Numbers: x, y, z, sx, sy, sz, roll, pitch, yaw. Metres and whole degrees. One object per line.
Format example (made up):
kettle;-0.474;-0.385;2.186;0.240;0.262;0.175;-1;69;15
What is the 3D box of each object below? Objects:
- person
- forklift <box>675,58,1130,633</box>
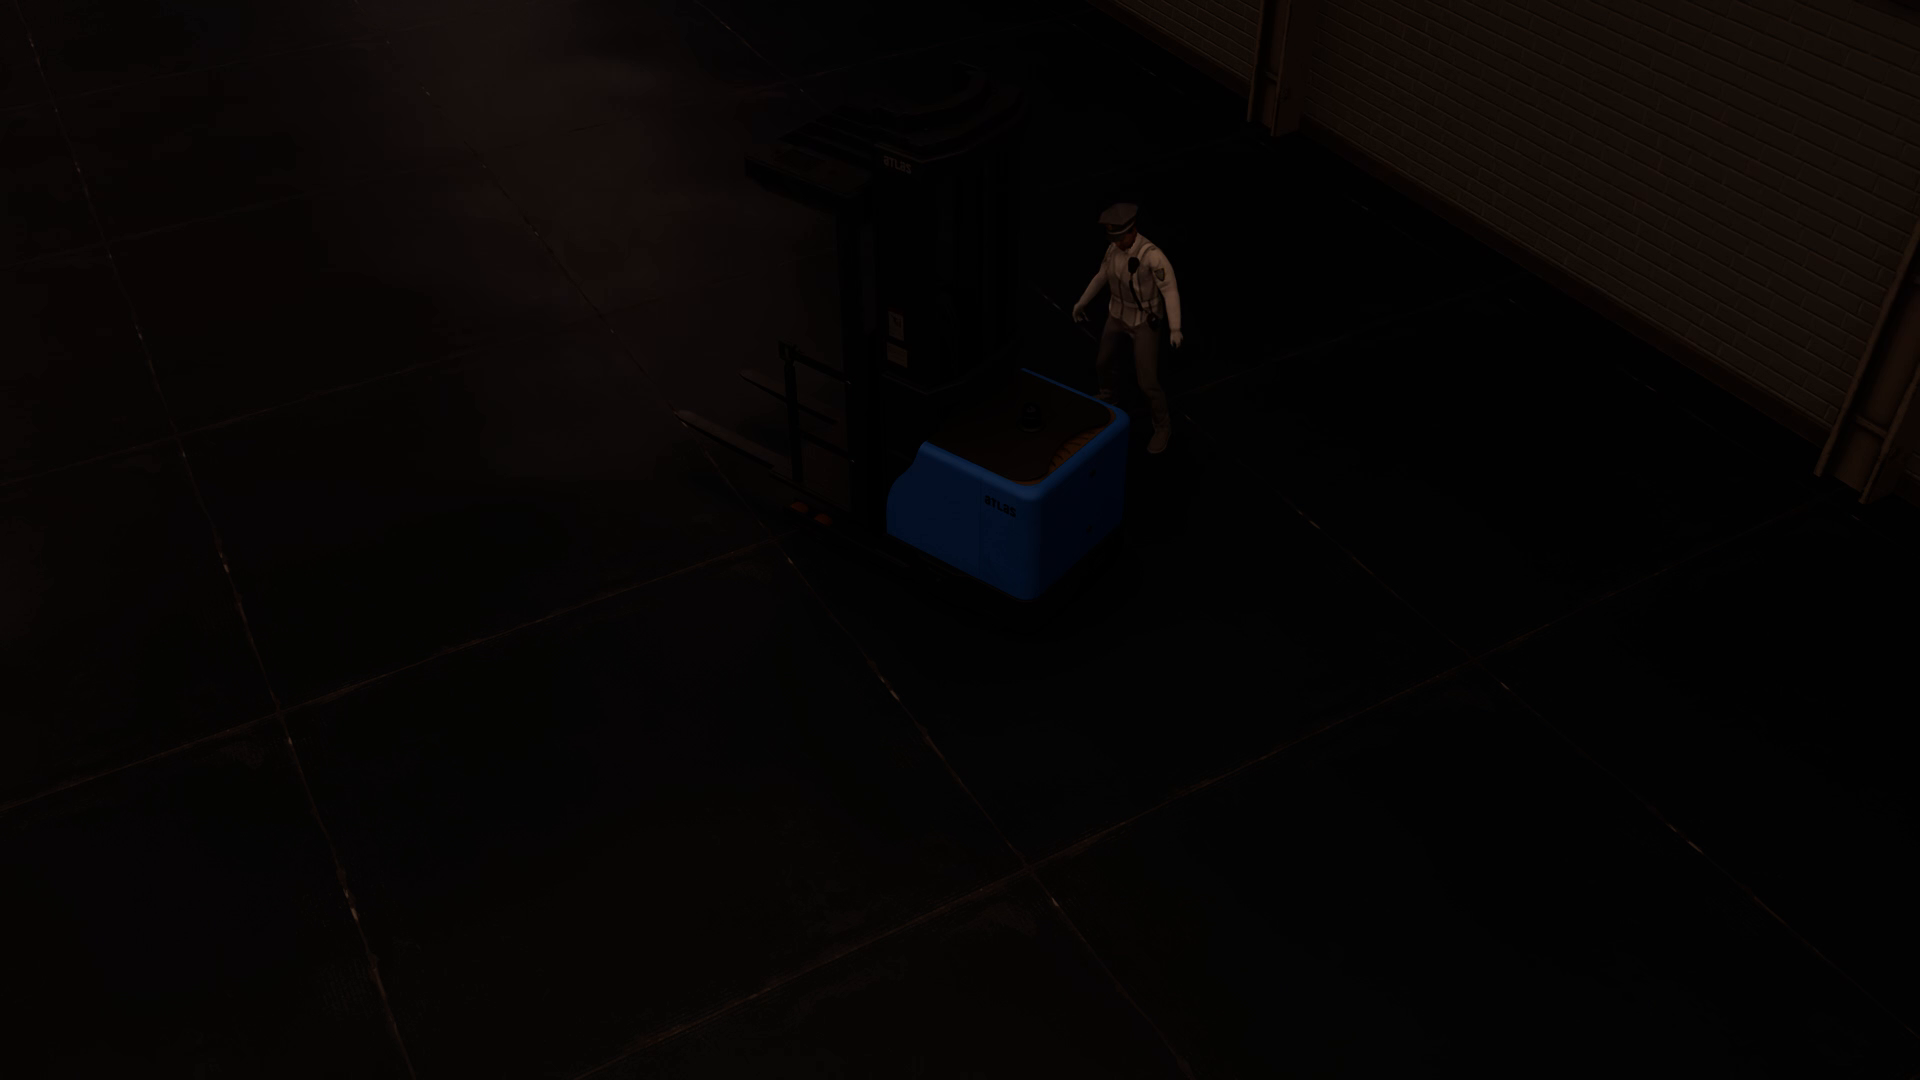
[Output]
person;1.089;-1.409;10.767;0.392;1.634;0.824;-29;48;-30
forklift;-0.481;-1.366;9.683;3.031;2.935;1.130;26;46;28
